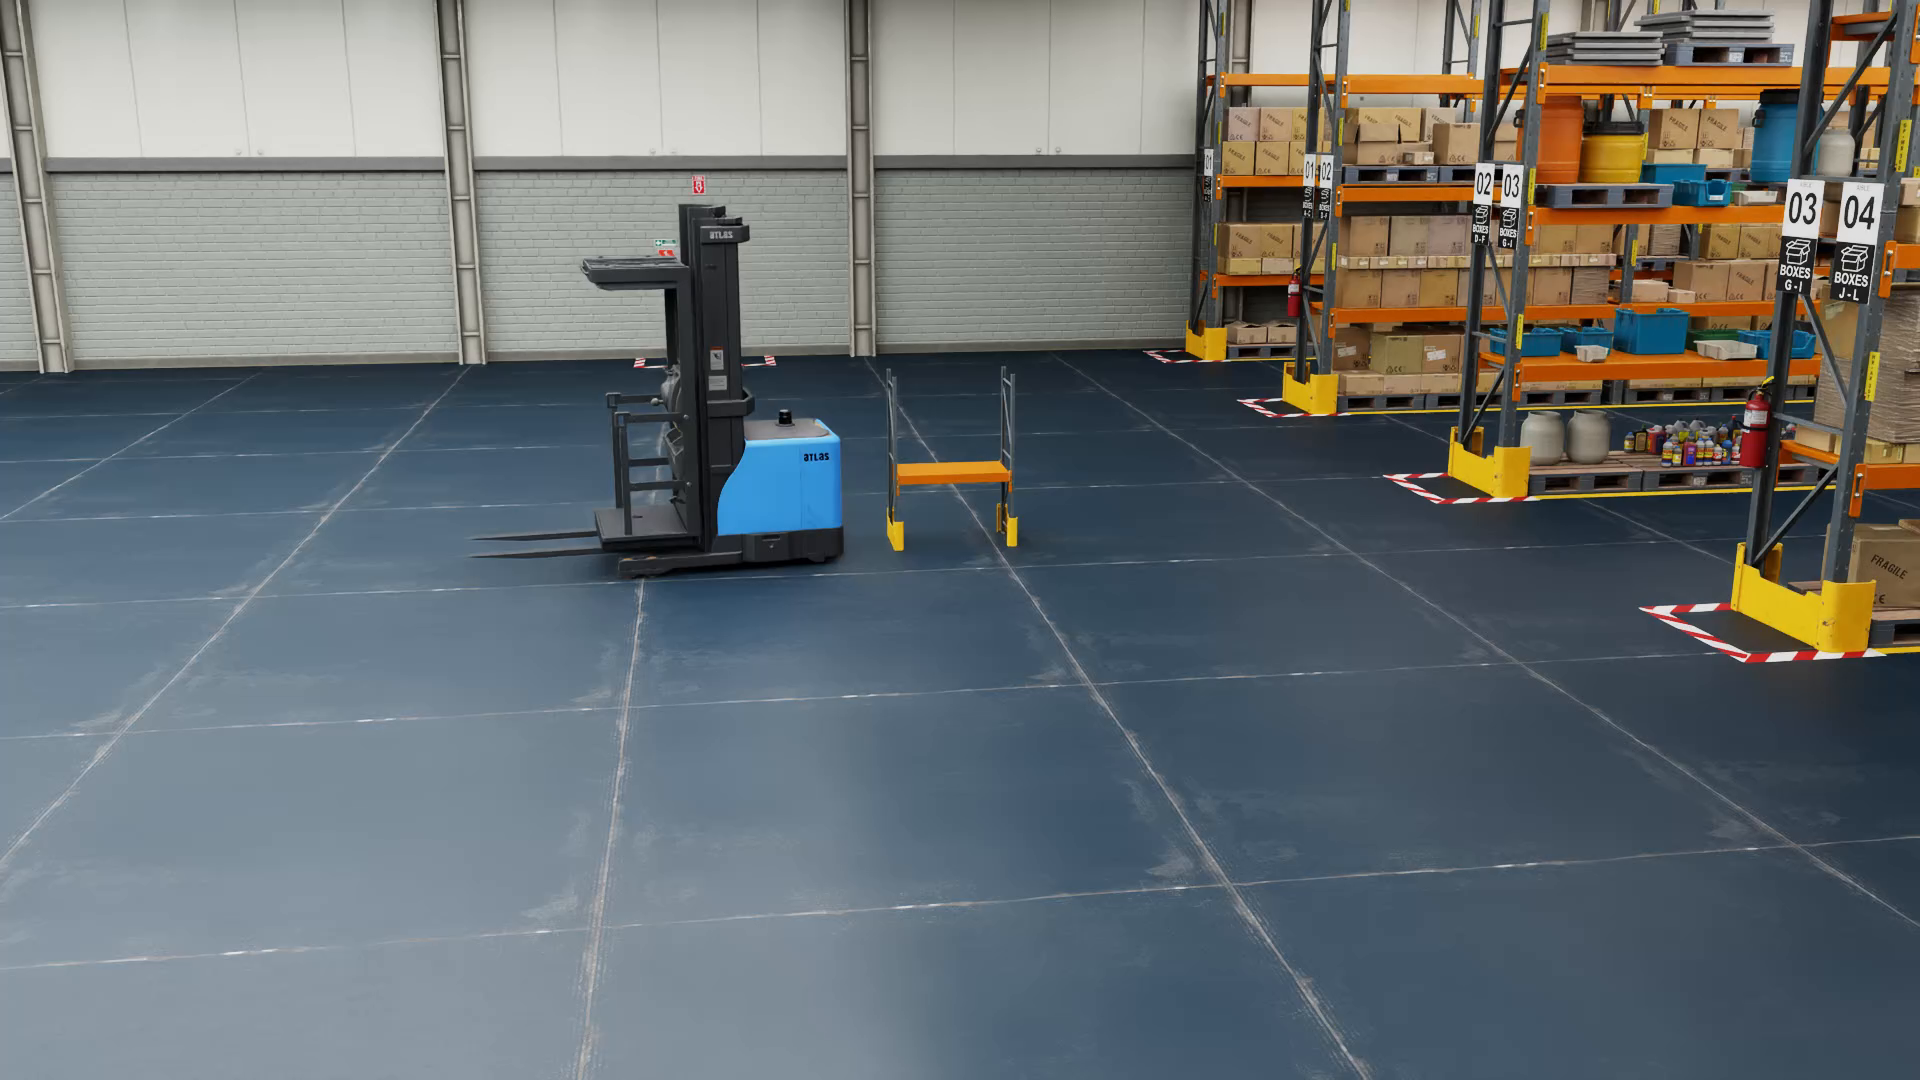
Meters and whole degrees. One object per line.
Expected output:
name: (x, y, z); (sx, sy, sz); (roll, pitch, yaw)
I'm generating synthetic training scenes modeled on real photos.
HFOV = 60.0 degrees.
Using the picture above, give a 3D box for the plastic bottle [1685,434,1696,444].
plastic bottle: (7.663, -1.015, 17.452); (0.097, 0.201, 0.097); (0, 14, 0)

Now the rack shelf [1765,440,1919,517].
rack shelf: (8.013, -0.532, 12.157); (4.000, 0.370, 1.077); (-2, 14, -8)

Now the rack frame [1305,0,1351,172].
rack frame: (4.563, -6.102, 20.553); (0.127, 3.000, 1.000); (-2, 14, -8)

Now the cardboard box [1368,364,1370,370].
cardboard box: (5.542, -2.173, 22.011); (0.500, 0.250, 0.500); (-2, 14, -8)

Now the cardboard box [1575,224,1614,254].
cardboard box: (8.080, -3.997, 21.621); (0.500, 0.500, 0.700); (-2, 14, -8)

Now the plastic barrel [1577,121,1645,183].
plastic barrel: (6.405, -3.822, 16.379); (0.600, 0.588, 0.600); (0, 14, 0)

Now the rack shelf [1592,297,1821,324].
rack shelf: (10.496, -3.060, 22.237); (4.000, 0.370, 1.077); (-2, 14, -8)

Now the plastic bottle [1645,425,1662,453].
plastic bottle: (7.301, -1.067, 17.505); (0.135, 0.276, 0.152); (-2, 14, -8)

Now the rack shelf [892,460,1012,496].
rack shelf: (-0.084, -0.550, 14.571); (1.000, 0.185, 0.538); (-2, 14, -8)

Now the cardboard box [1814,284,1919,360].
cardboard box: (6.542, -1.566, 11.927); (0.500, 0.500, 0.500); (-2, 14, -8)

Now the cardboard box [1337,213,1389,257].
cardboard box: (5.079, -3.885, 21.176); (0.500, 0.500, 0.700); (-2, 14, -8)

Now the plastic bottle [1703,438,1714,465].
plastic bottle: (7.574, -0.897, 16.837); (0.097, 0.271, 0.097); (0, 14, 0)

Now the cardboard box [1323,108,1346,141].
cardboard box: (5.736, -6.511, 26.050); (0.500, 0.500, 0.500); (-2, 14, -8)

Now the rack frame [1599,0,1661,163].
rack frame: (8.518, -6.247, 21.131); (0.127, 3.000, 1.000); (-2, 14, -8)

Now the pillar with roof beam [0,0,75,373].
pillar with roof beam: (-12.773, -5.839, 19.504); (0.400, 9.000, 9.100); (-2, 14, -8)

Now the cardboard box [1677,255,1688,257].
cardboard box: (12.016, -4.634, 27.510); (0.250, 0.149, 0.380); (-2, 14, -7)

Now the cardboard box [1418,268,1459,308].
cardboard box: (6.037, -3.291, 21.472); (0.500, 0.500, 0.700); (-2, 14, -8)

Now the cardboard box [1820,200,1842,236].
cardboard box: (6.474, -2.270, 11.747); (0.500, 0.250, 0.500); (-2, 14, -7)

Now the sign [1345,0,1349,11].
sign: (4.639, -6.498, 19.887); (0.005, 0.325, 0.100); (-2, 14, -8)

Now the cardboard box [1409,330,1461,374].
cardboard box: (6.113, -2.431, 21.498); (0.500, 0.500, 0.500); (-2, 14, -8)

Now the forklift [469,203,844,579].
forklift: (-2.552, -1.250, 13.681); (3.031, 2.935, 1.130); (-4, 15, -15)

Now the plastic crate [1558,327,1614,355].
plastic crate: (6.390, -2.040, 16.997); (0.408, 0.251, 0.499); (-2, 14, -8)

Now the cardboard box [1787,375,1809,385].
cardboard box: (10.983, -2.237, 22.264); (0.500, 0.250, 0.500); (-2, 14, -7)

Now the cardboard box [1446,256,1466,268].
cardboard box: (6.256, -3.565, 21.230); (0.250, 0.149, 0.380); (-2, 14, -9)

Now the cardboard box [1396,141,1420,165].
cardboard box: (6.812, -5.948, 25.861); (0.500, 0.500, 0.500); (-3, 14, -13)

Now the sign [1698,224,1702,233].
sign: (11.822, -5.066, 26.539); (0.005, 0.325, 0.100); (-2, 14, -8)

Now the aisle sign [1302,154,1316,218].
aisle sign: (4.454, -4.521, 21.239); (0.004, 0.787, 0.394); (-2, 14, -8)

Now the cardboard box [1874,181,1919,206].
cardboard box: (6.342, -2.339, 11.204); (0.250, 0.149, 0.380); (-2, 14, -9)

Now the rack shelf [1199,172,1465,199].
rack shelf: (5.799, -5.562, 26.045); (4.000, 0.370, 1.077); (-2, 14, -8)

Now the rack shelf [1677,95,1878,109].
rack shelf: (13.710, -7.113, 26.885); (4.000, 0.370, 1.077); (-2, 14, -8)

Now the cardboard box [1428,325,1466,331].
cardboard box: (6.530, -2.574, 22.067); (0.500, 0.500, 0.500); (-2, 14, -8)

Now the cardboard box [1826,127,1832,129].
cardboard box: (13.755, -6.491, 27.162); (0.500, 0.500, 0.700); (-2, 14, -8)

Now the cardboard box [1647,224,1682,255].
cardboard box: (11.269, -4.916, 27.046); (0.500, 0.500, 0.700); (-4, 15, -15)

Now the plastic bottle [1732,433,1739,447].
plastic bottle: (7.972, -0.950, 17.025); (0.133, 0.283, 0.061); (-2, 14, -8)

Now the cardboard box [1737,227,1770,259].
cardboard box: (12.770, -4.848, 27.030); (0.500, 0.500, 0.500); (-2, 14, -6)

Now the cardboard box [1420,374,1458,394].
cardboard box: (6.115, -2.065, 21.578); (0.500, 0.250, 0.500); (-2, 14, -8)

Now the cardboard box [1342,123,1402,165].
cardboard box: (5.132, -4.988, 20.916); (0.637, 0.503, 0.797); (-1, 14, -4)

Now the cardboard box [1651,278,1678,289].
cardboard box: (9.360, -3.348, 22.180); (0.258, 0.266, 0.396); (-2, 14, -10)

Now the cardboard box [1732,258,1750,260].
cardboard box: (12.618, -4.514, 27.028); (0.250, 0.149, 0.380); (-2, 14, -7)

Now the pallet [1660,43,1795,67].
pallet: (7.232, -4.688, 16.126); (1.213, 0.211, 1.003); (-2, 14, -8)

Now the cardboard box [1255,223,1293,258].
cardboard box: (4.828, -4.644, 25.801); (0.500, 0.500, 0.500); (-2, 14, -8)

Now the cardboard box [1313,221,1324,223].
cardboard box: (5.763, -4.806, 26.445); (0.500, 0.500, 0.500); (-2, 14, -8)

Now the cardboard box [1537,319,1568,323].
cardboard box: (9.516, -3.599, 27.142); (0.500, 0.500, 0.700); (-2, 14, -8)

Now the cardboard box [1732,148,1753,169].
cardboard box: (10.418, -4.977, 21.681); (0.500, 0.250, 0.500); (-3, 14, -13)

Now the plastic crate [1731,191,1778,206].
plastic crate: (7.726, -3.317, 16.157); (0.396, 0.136, 0.243); (-2, 14, -8)

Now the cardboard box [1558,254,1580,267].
cardboard box: (7.778, -3.620, 21.451); (0.250, 0.149, 0.380); (-3, 14, -10)

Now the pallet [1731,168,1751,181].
pallet: (10.710, -4.758, 21.749); (1.213, 0.211, 1.003); (-1, 14, -6)

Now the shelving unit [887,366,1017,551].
shelving unit: (-0.075, -0.725, 14.528); (1.083, 1.500, 0.587); (-2, 14, -8)

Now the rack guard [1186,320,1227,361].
rack guard: (3.896, -3.174, 26.349); (0.348, 0.500, 1.175); (-2, 14, -8)

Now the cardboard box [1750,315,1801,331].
cardboard box: (13.346, -3.859, 27.501); (0.750, 0.750, 0.750); (-2, 14, -9)

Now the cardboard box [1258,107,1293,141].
cardboard box: (4.742, -6.343, 25.379); (0.500, 0.500, 0.500); (-2, 14, -9)

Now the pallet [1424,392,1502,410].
pallet: (6.517, -1.921, 21.946); (1.213, 0.211, 1.003); (-2, 14, -8)

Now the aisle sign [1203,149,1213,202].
aisle sign: (3.795, -5.569, 25.419); (0.004, 0.787, 0.394); (-2, 14, -8)

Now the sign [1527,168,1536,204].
sign: (5.375, -3.327, 15.637); (0.005, 0.325, 0.100); (-2, 14, -8)

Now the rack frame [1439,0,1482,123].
rack frame: (7.777, -7.438, 25.882); (0.127, 3.000, 1.000); (-2, 14, -8)
